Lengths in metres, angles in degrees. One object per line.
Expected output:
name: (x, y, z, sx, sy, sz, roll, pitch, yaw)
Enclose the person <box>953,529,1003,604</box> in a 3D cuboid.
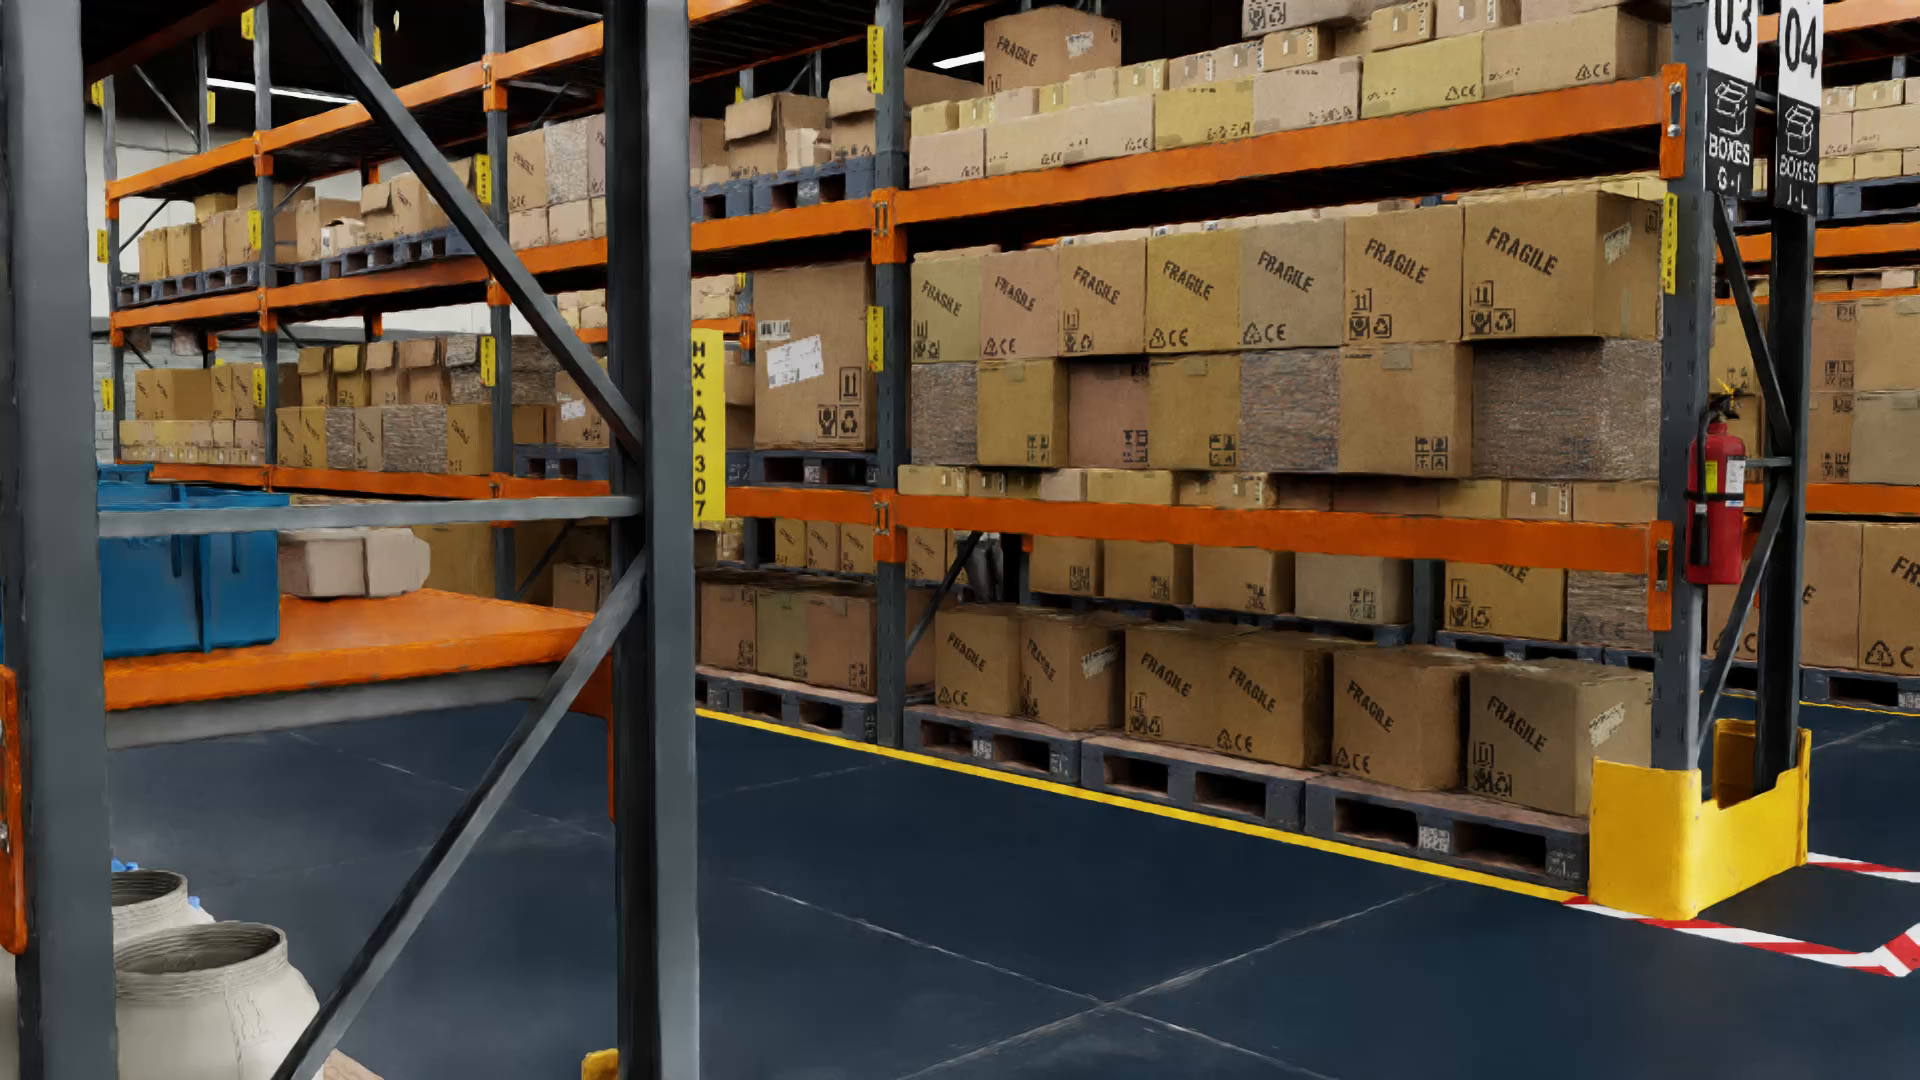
person: (0.148, -0.015, 11.597, 0.658, 1.740, 0.585, -1, 4, -9)
